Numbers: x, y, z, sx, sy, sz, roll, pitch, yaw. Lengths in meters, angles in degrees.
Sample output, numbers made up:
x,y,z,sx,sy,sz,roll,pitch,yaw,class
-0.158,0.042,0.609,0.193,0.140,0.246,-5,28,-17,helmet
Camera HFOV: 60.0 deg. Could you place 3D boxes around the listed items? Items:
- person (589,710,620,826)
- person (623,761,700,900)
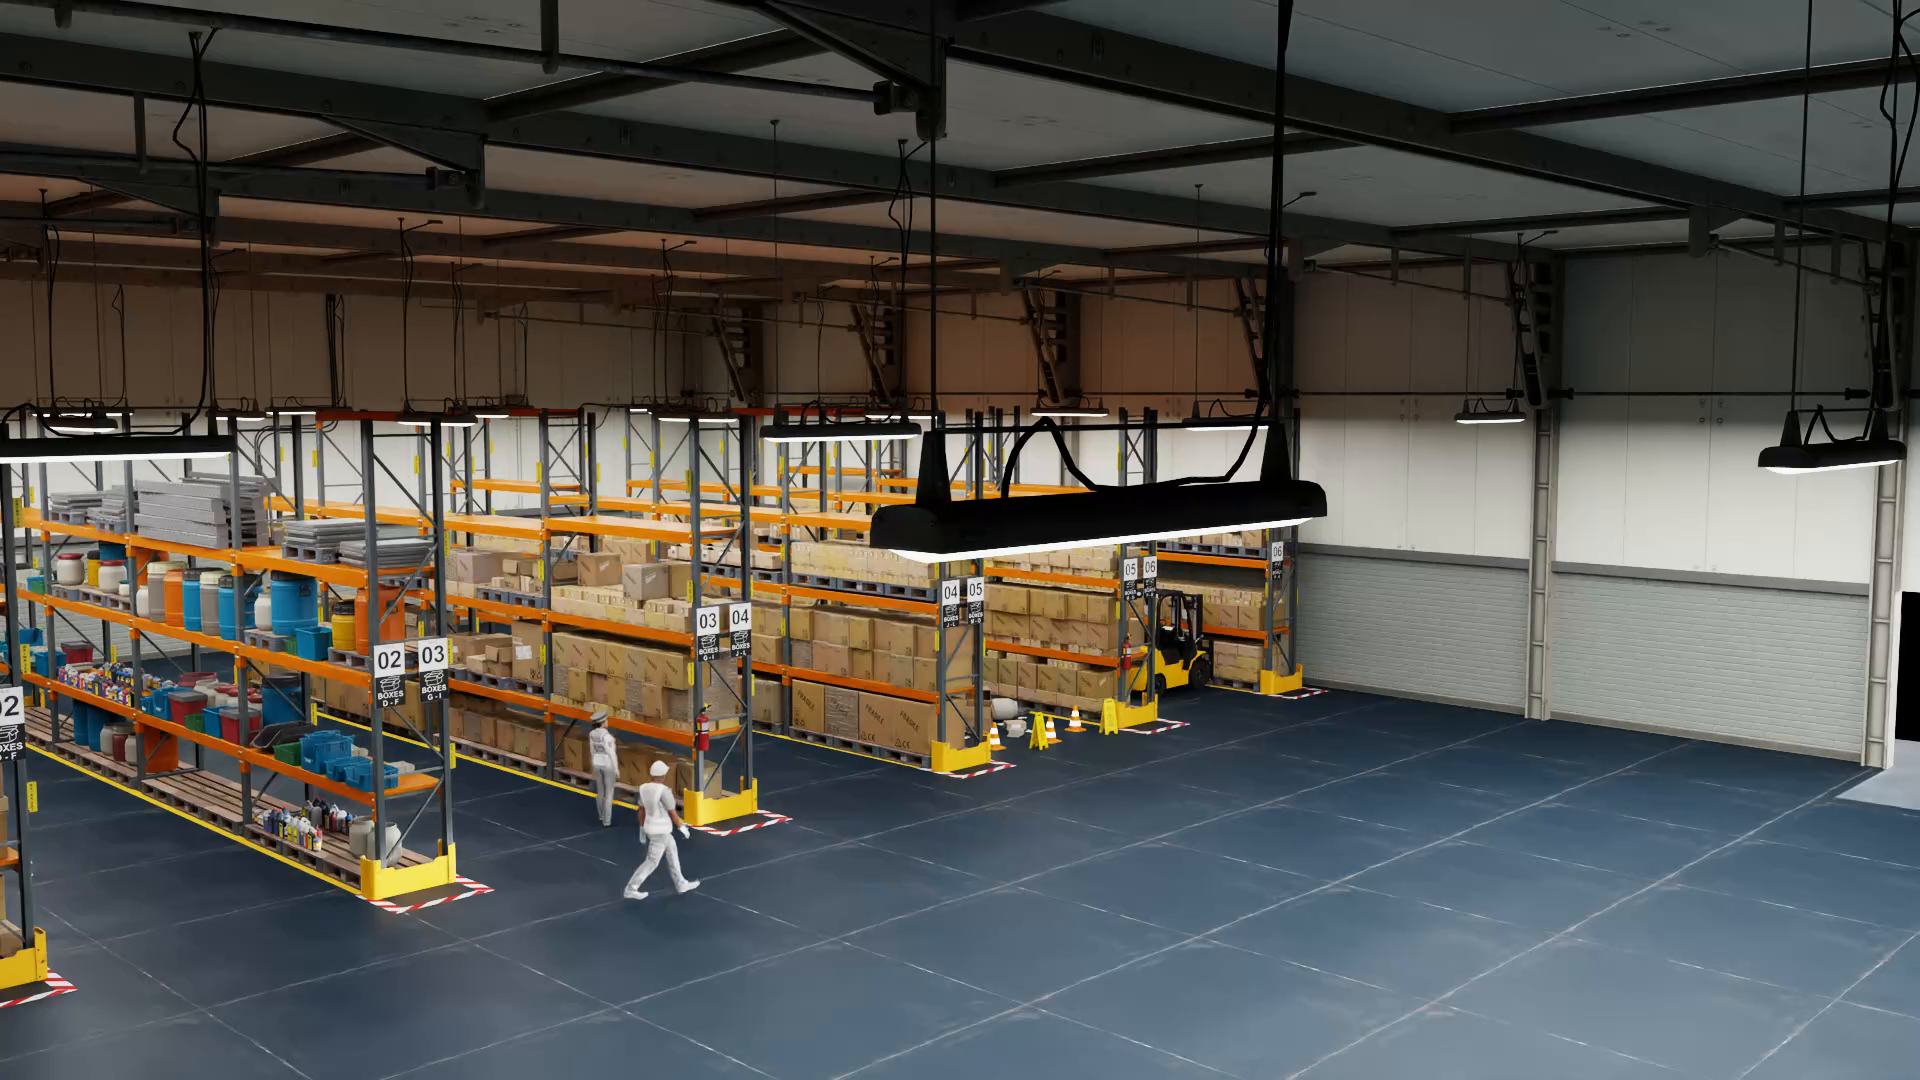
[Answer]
x,y,z,sx,sy,sz,roll,pitch,yaw,class
-5.204,3.332,24.496,0.495,1.683,0.547,2,5,22,person
-3.734,3.627,20.805,1.038,1.748,0.523,-3,6,-26,person
